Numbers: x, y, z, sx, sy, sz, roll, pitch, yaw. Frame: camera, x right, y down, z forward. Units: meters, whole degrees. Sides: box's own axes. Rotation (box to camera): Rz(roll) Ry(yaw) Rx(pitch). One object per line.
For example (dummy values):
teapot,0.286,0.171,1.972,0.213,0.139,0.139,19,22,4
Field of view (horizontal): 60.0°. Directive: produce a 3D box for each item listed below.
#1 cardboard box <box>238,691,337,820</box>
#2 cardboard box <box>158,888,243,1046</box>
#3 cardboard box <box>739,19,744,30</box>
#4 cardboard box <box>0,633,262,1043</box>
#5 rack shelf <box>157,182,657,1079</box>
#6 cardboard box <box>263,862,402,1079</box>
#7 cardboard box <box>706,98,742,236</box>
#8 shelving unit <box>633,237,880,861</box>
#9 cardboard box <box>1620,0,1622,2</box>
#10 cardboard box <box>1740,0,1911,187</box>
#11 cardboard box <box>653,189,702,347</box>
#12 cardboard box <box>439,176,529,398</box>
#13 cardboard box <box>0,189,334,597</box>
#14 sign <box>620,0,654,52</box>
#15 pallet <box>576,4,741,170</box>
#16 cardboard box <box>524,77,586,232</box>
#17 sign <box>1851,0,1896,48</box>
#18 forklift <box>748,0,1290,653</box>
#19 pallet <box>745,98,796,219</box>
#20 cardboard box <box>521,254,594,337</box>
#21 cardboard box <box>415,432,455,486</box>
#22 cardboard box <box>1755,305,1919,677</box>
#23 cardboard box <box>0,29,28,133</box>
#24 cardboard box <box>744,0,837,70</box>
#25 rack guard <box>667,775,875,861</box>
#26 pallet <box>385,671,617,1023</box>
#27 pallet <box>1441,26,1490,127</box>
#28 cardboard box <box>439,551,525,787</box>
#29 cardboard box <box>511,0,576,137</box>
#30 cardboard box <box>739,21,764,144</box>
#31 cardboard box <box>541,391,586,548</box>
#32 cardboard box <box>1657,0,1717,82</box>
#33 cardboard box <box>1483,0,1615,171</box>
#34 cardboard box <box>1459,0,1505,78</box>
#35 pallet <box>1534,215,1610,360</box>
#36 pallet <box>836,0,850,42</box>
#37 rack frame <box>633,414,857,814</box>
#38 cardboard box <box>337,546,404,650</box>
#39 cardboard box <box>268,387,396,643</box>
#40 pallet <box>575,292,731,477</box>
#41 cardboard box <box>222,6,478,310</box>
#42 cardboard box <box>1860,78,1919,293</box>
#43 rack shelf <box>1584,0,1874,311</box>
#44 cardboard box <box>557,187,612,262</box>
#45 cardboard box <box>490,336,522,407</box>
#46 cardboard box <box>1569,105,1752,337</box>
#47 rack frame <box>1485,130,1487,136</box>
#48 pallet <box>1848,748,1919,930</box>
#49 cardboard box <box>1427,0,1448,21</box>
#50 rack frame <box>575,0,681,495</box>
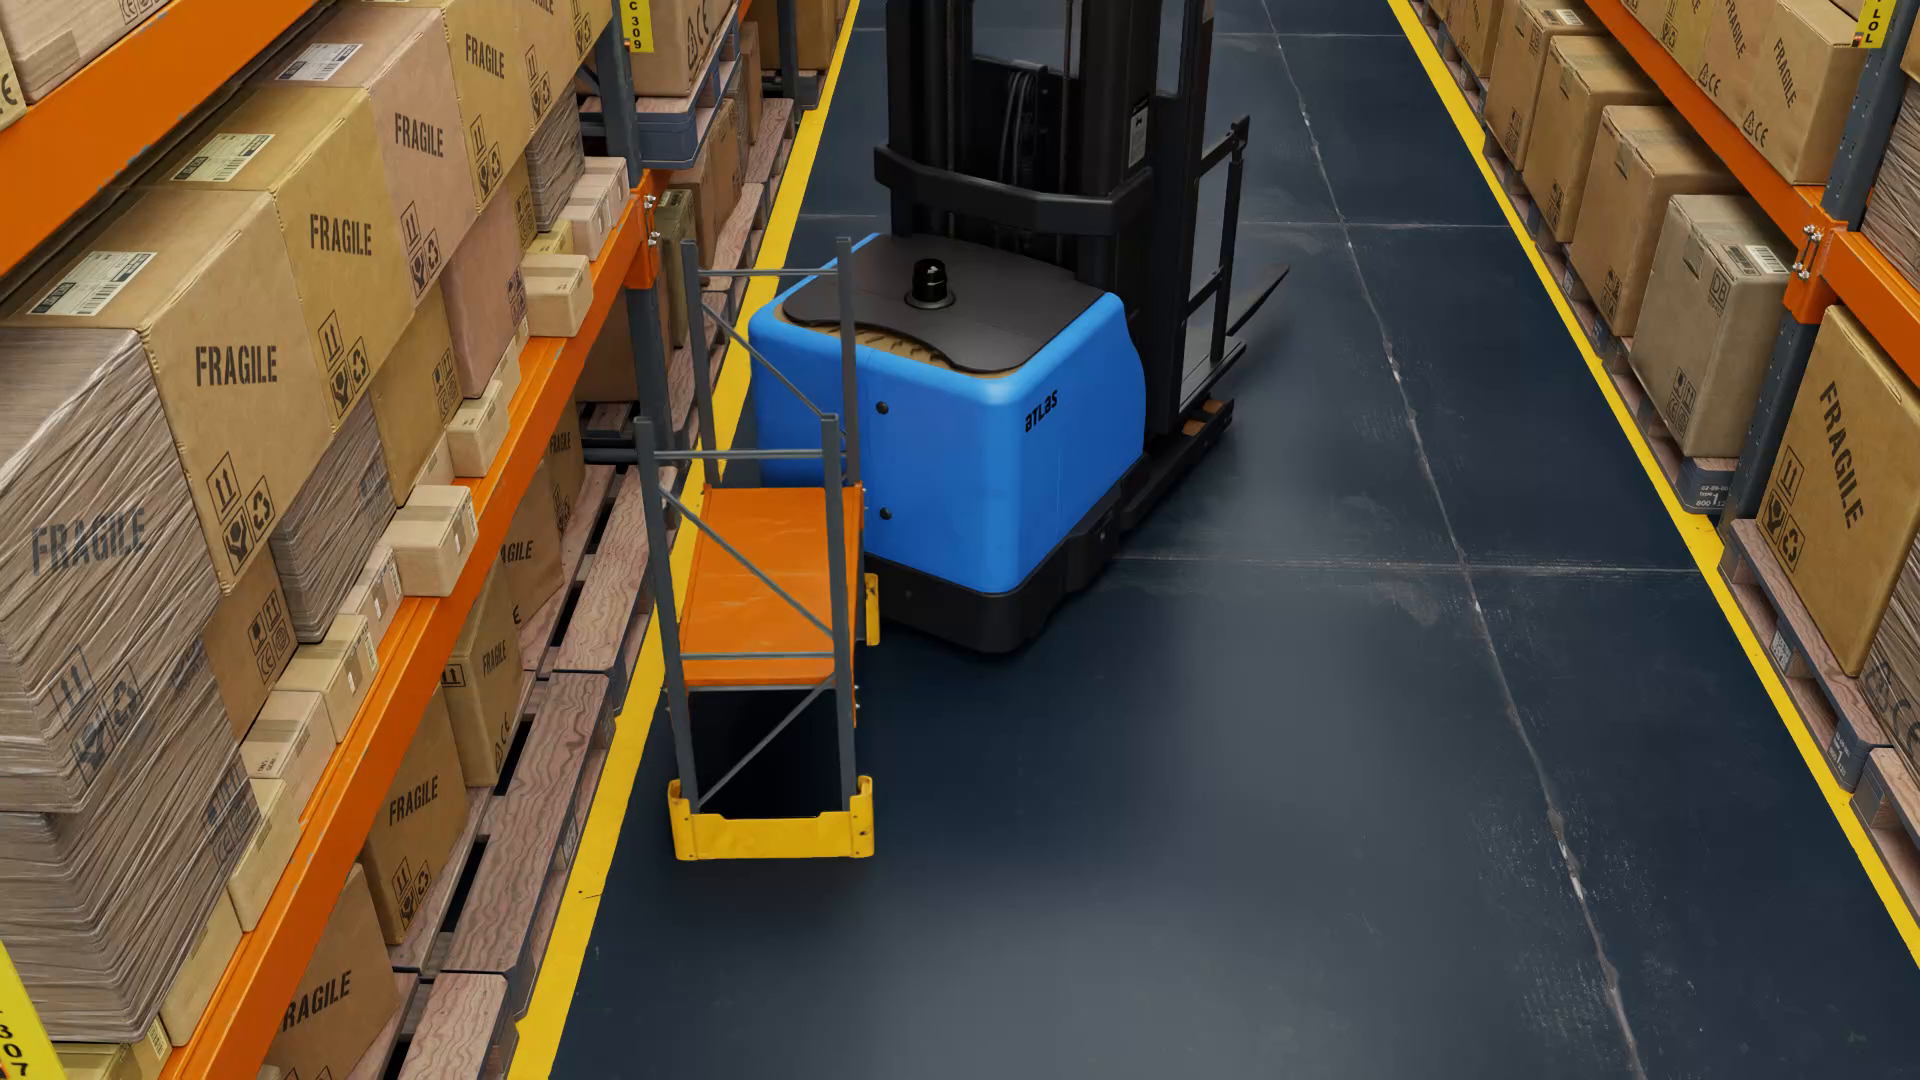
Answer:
cardboard box,-1.462,0.426,3.253,0.380,0.149,0.250,1,35,2
cardboard box,-1.477,0.714,2.844,0.380,0.149,0.250,1,35,2
cardboard box,-1.431,-2.763,8.711,0.500,0.250,0.500,3,35,4
cardboard box,-1.706,0.434,2.678,0.875,0.500,0.500,1,35,2
rack shelf,-1.675,0.057,4.185,1.077,0.370,4.000,1,35,2
cardboard box,-1.724,1.060,3.941,0.500,0.500,0.500,10,36,14
cardboard box,-1.466,-1.811,8.010,0.700,0.500,0.500,4,35,6
shelving unit,-0.560,0.018,4.920,0.587,1.500,1.083,-1,35,-1
cardboard box,3.192,-2.719,7.423,0.500,0.500,0.500,1,35,2
cardboard box,3.111,-1.560,5.774,0.500,0.500,0.500,1,35,2
cardboard box,-1.511,-1.169,7.096,0.700,0.500,0.500,1,35,2
cardboard box,-1.649,-0.715,4.313,0.875,0.500,0.500,1,35,2
cardboard box,-1.434,-0.256,2.791,0.500,0.500,0.500,1,35,2
sign,-1.052,-1.732,5.353,0.100,0.325,0.005,1,35,2
pallet,-1.419,-1.743,6.288,1.003,0.211,1.213,1,35,2
cardboard box,-1.675,-1.291,5.133,0.875,0.500,0.500,1,35,2
sign,2.815,-1.662,5.067,0.100,0.325,0.005,1,35,2
forklift,0.467,-1.640,6.034,1.130,2.935,3.031,19,39,24
pallet,-1.467,-2.094,9.046,1.003,0.211,1.213,1,35,2
cardboard box,-1.298,-0.721,4.886,0.380,0.149,0.250,1,35,2
cardboard box,-1.471,-0.149,4.072,0.380,0.149,0.250,1,35,2
cardboard box,3.262,-0.156,5.346,0.875,0.875,0.875,2,35,3
cardboard box,-1.478,-0.524,1.909,0.500,0.250,0.500,2,35,3
cardboard box,-1.386,-3.383,9.937,1.225,0.875,0.875,0,35,0
rack guard,-0.548,0.816,4.872,0.587,0.250,0.087,-1,35,-1
pallet,-1.633,0.844,4.865,1.003,0.211,1.213,1,35,2
pallet,3.551,-2.819,10.078,1.003,0.211,1.213,1,35,2
cardboard box,-1.613,0.382,4.907,0.500,0.500,0.500,-2,35,-2
cardboard box,-1.357,-1.405,4.426,0.500,0.500,0.500,1,35,2
cardboard box,-1.441,-2.456,8.927,0.700,0.500,0.500,0,35,-1
cardboard box,-1.651,-0.306,5.886,0.500,0.500,0.500,0,35,0
cardboard box,3.151,-2.141,6.600,0.500,0.500,0.500,2,35,2
cardboard box,3.403,-2.415,8.669,1.050,0.750,0.750,1,35,1
cardboard box,3.283,-3.045,9.782,0.500,0.500,0.500,1,35,2
pallet,3.359,-1.220,7.803,1.003,0.211,1.213,1,35,2
pallet,-1.275,-3.693,11.322,1.003,0.211,1.213,1,35,2
rack frame,-0.548,0.315,4.497,0.500,1.500,0.032,-1,35,-1
cardboard box,-1.462,0.138,3.663,0.380,0.149,0.250,1,35,2
cardboard box,-1.743,-0.142,3.498,0.875,0.500,0.500,1,35,2
pallet,-1.565,-0.692,7.052,1.003,0.211,1.213,1,35,2
cardboard box,-1.401,-0.831,3.608,0.500,0.500,0.500,1,35,2
cardboard box,3.354,-1.062,5.023,0.875,0.550,0.550,1,35,2
rack shelf,3.437,-2.068,7.209,1.077,0.370,4.000,1,35,2
cardboard box,-1.329,-1.009,5.296,0.380,0.149,0.250,1,35,2
cardboard box,-1.409,-0.436,4.480,0.380,0.149,0.250,1,35,2
cardboard box,3.335,-1.378,7.193,1.050,0.750,0.750,1,35,2
rack frame,3.518,-3.511,8.638,1.000,3.000,0.127,1,35,2
pallet,3.202,1.065,4.550,1.003,0.211,1.213,1,35,2
cardboard box,3.313,-3.647,10.639,0.500,0.500,0.500,0,35,0
rack frame,-1.595,-1.386,5.613,1.000,3.000,0.127,1,35,2
